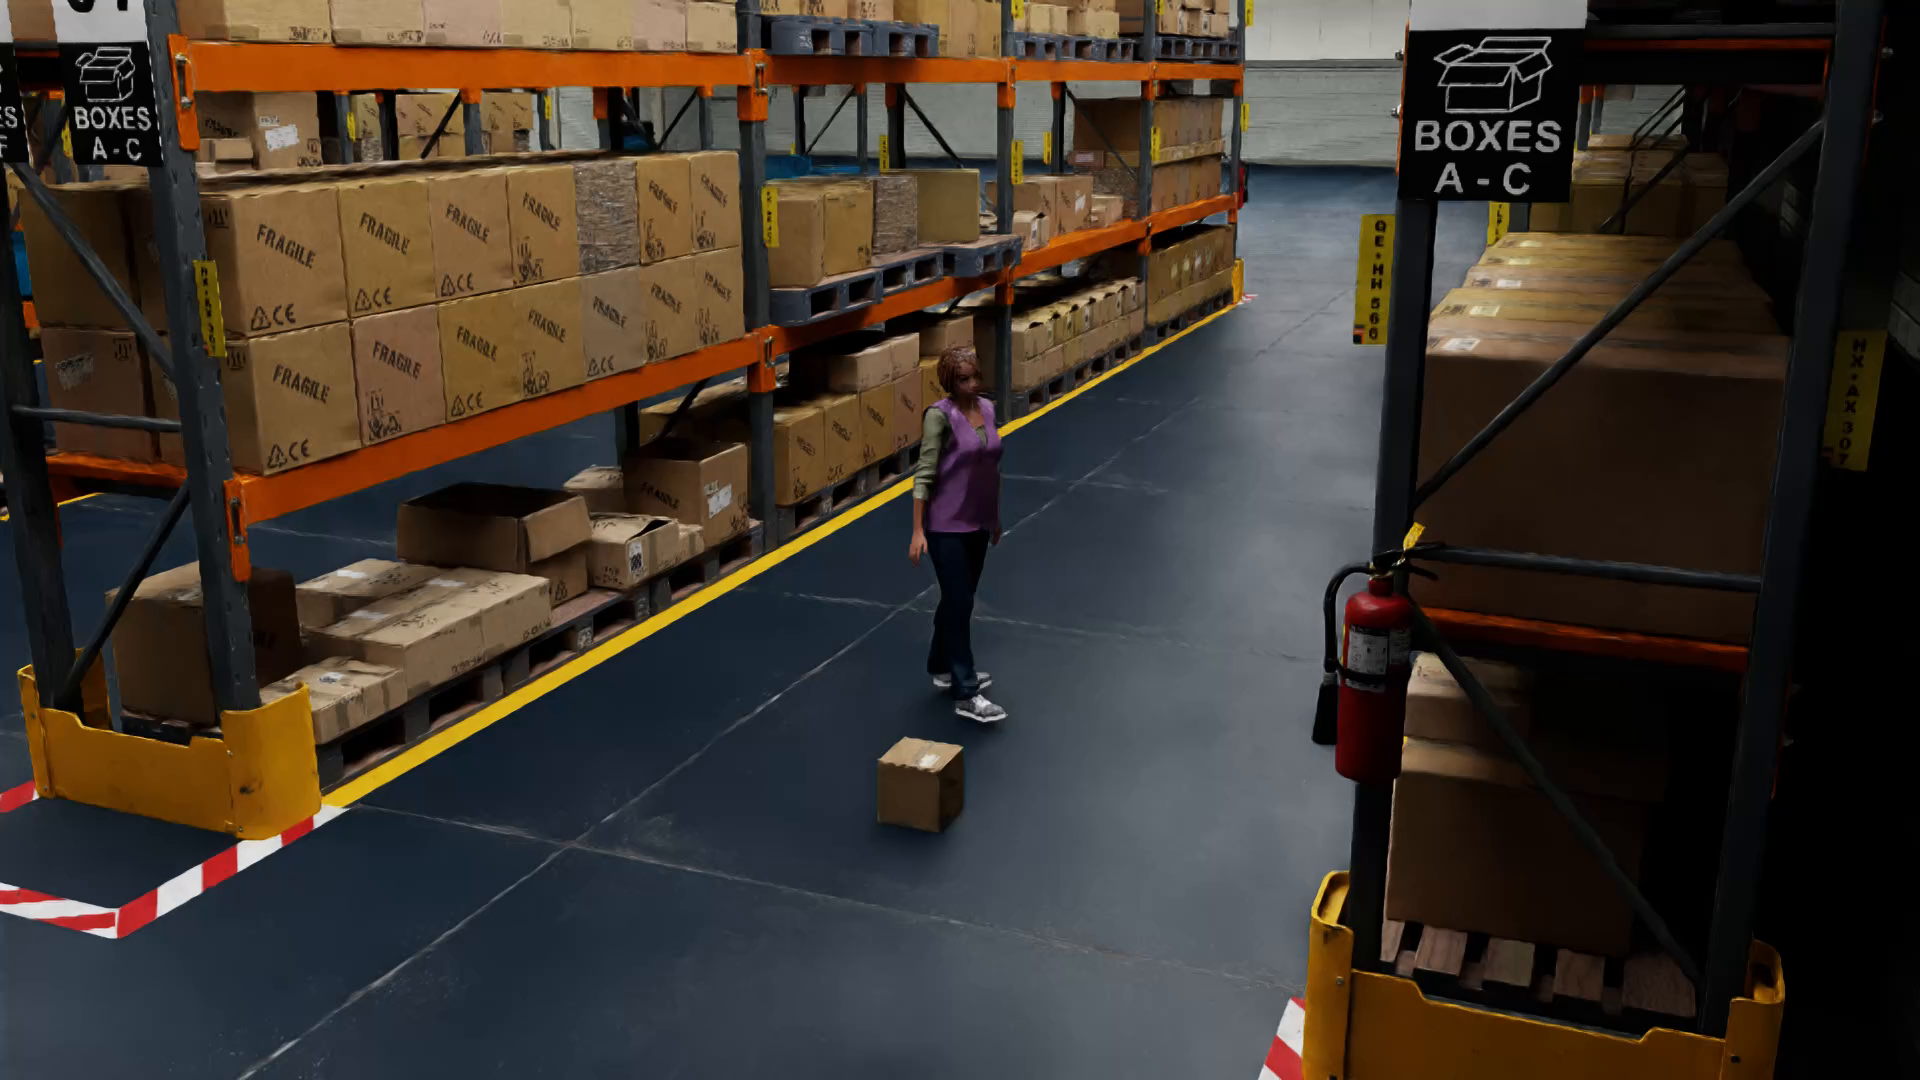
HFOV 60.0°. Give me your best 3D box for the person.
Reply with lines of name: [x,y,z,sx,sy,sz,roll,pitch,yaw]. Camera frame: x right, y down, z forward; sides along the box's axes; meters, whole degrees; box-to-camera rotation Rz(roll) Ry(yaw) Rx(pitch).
person: [0.024,-0.027,7.097,0.572,1.576,0.604,12,20,37]
